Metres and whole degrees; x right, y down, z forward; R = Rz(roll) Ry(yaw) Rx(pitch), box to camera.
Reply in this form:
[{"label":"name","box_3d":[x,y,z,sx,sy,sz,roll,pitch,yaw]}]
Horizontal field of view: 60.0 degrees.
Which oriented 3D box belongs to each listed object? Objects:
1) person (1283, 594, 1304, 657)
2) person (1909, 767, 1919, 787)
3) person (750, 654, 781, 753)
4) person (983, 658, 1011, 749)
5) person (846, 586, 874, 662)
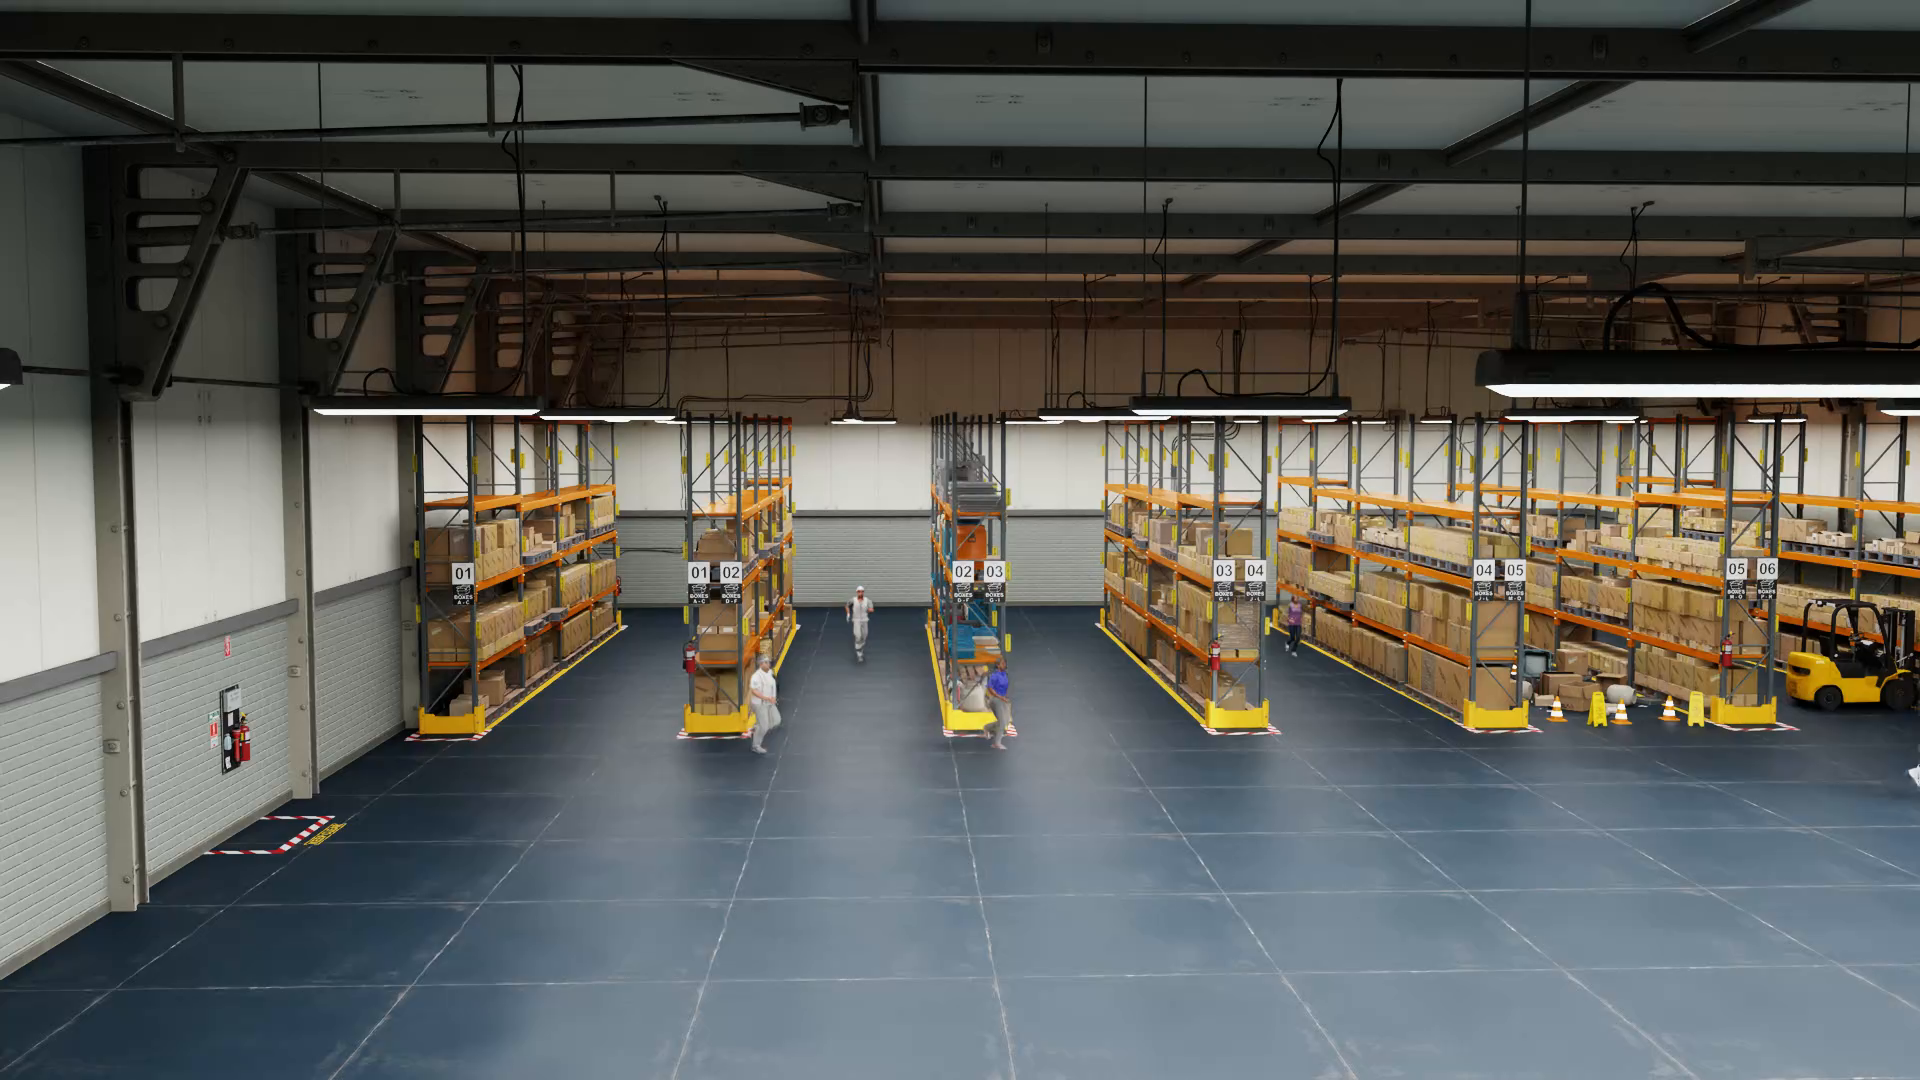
[{"label":"person","box_3d":[8.346,2.129,41.559,0.532,1.536,0.547,-1,4,-13]},{"label":"person","box_3d":[15.112,3.108,25.488,0.945,1.762,0.709,3,5,37]},{"label":"person","box_3d":[-3.413,2.866,29.268,0.639,1.744,0.685,2,5,31]},{"label":"person","box_3d":[0.667,2.911,29.770,0.611,1.618,0.622,2,4,30]},{"label":"person","box_3d":[-2.440,2.033,40.714,0.655,1.810,0.925,-1,4,-16]}]
